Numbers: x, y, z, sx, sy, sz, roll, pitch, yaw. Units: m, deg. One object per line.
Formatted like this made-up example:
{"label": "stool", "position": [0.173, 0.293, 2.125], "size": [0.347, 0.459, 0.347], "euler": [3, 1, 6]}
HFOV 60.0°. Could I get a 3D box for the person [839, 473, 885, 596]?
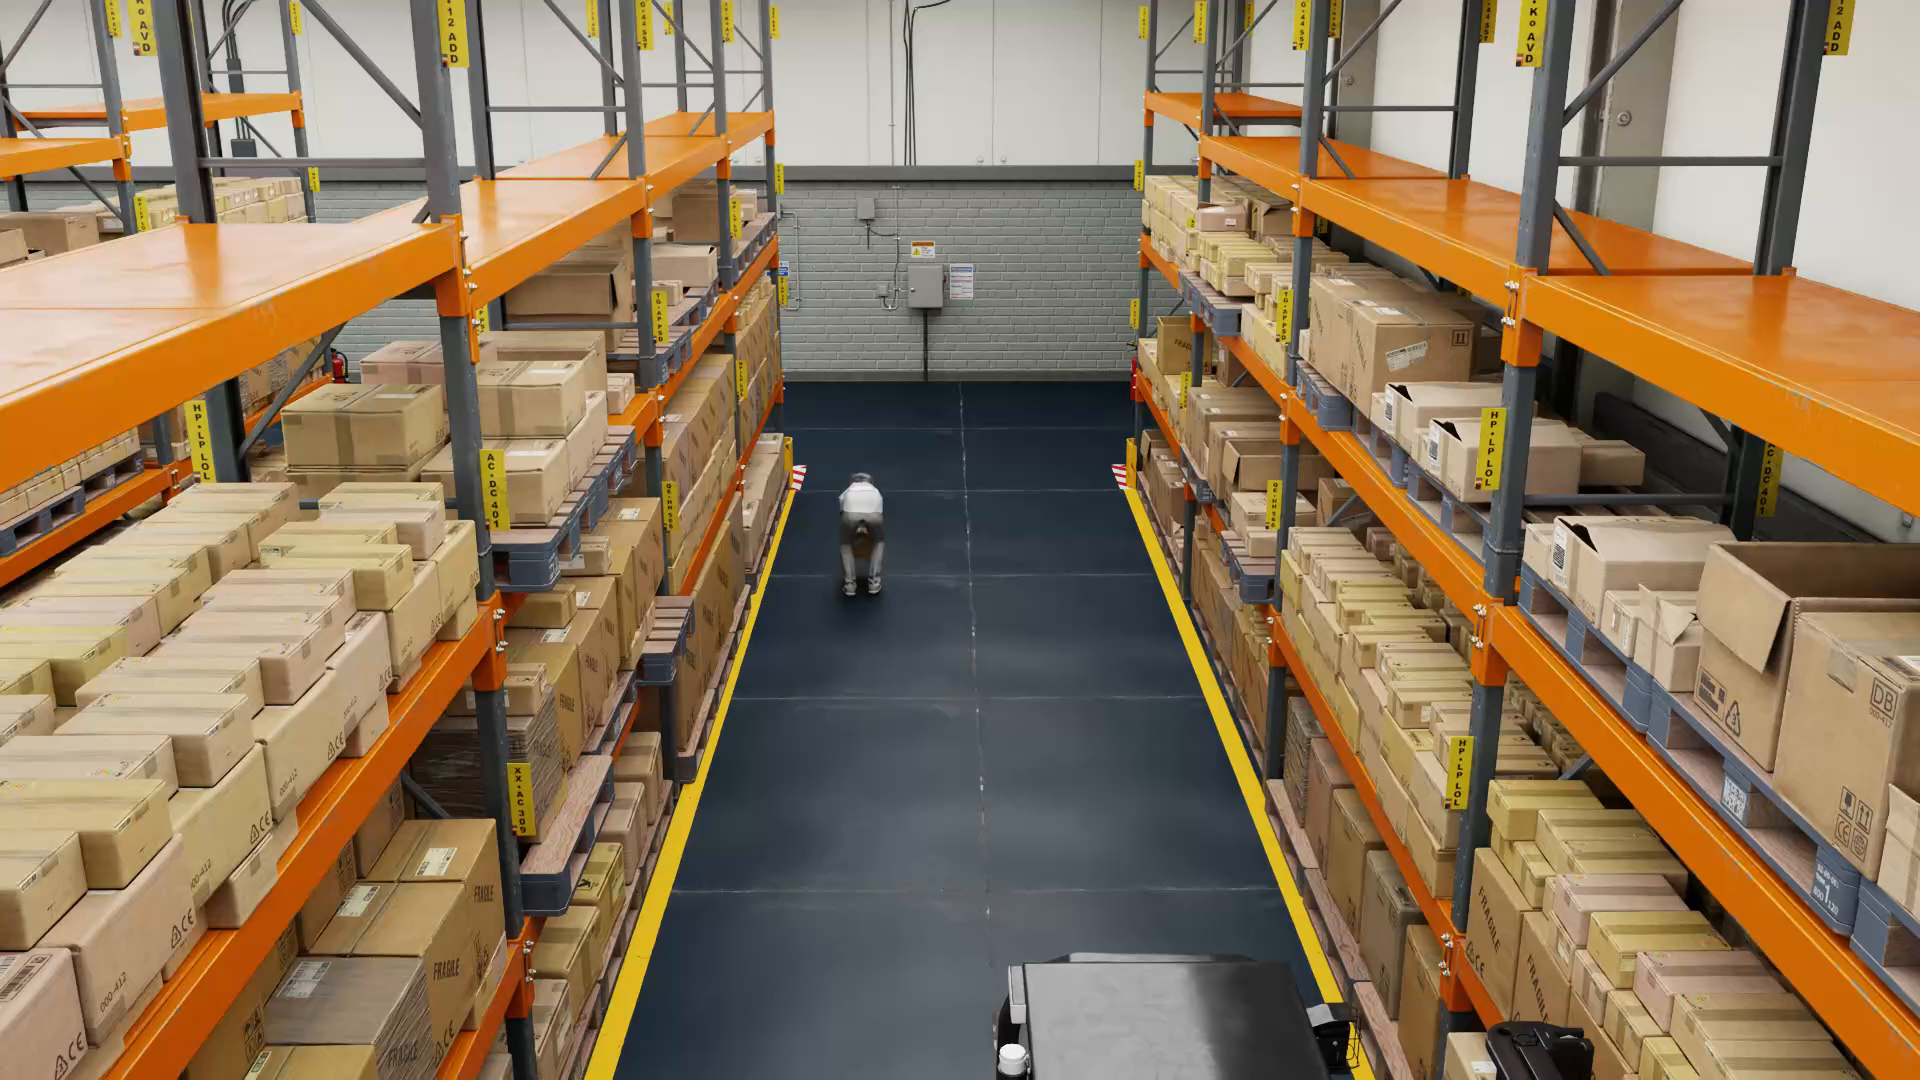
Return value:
{"label": "person", "position": [-0.909, -0.059, 15.337], "size": [0.421, 1.014, 0.920], "euler": [-1, 17, -4]}
